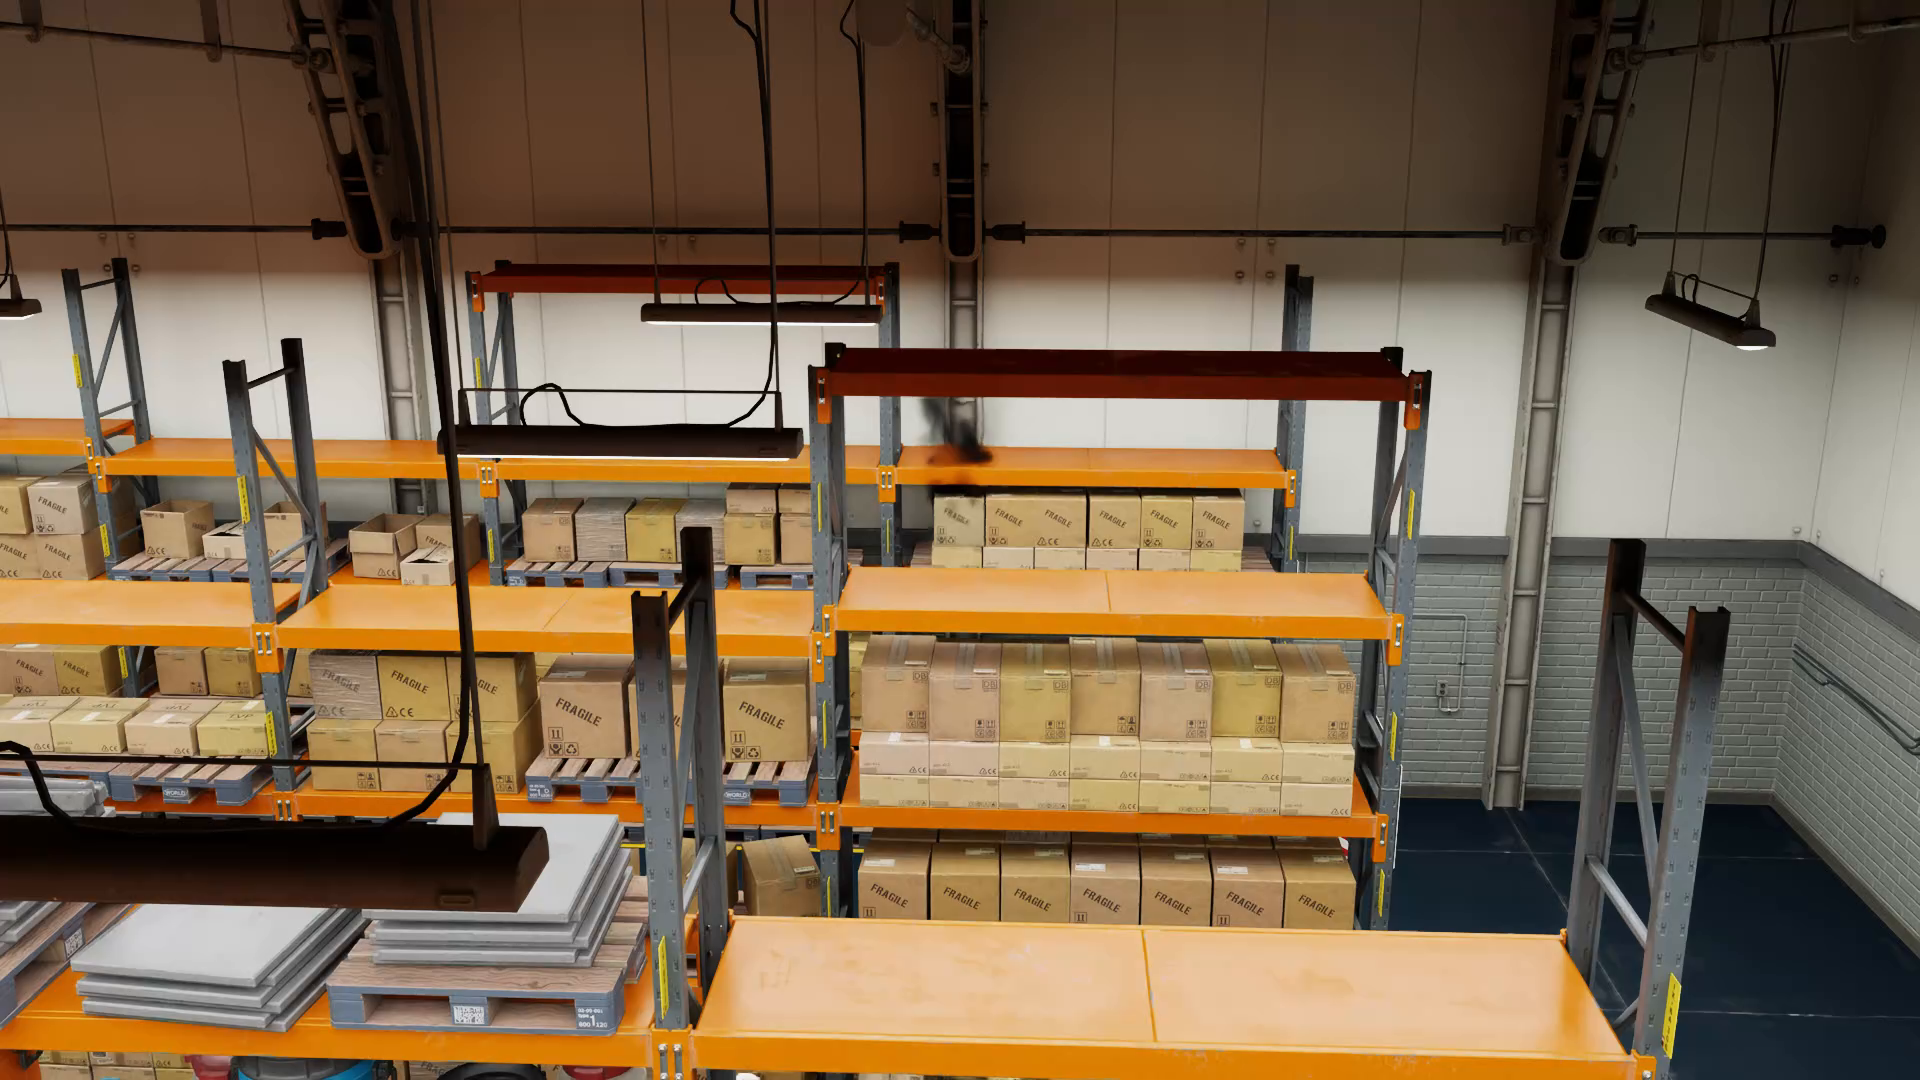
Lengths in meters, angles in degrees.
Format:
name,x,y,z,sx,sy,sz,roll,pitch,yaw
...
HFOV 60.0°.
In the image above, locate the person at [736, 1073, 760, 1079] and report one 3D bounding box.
name,x,y,z,sx,sy,sz,roll,pitch,yaw
person,-1.428,4.249,10.871,0.609,1.722,0.657,-2,16,-7
